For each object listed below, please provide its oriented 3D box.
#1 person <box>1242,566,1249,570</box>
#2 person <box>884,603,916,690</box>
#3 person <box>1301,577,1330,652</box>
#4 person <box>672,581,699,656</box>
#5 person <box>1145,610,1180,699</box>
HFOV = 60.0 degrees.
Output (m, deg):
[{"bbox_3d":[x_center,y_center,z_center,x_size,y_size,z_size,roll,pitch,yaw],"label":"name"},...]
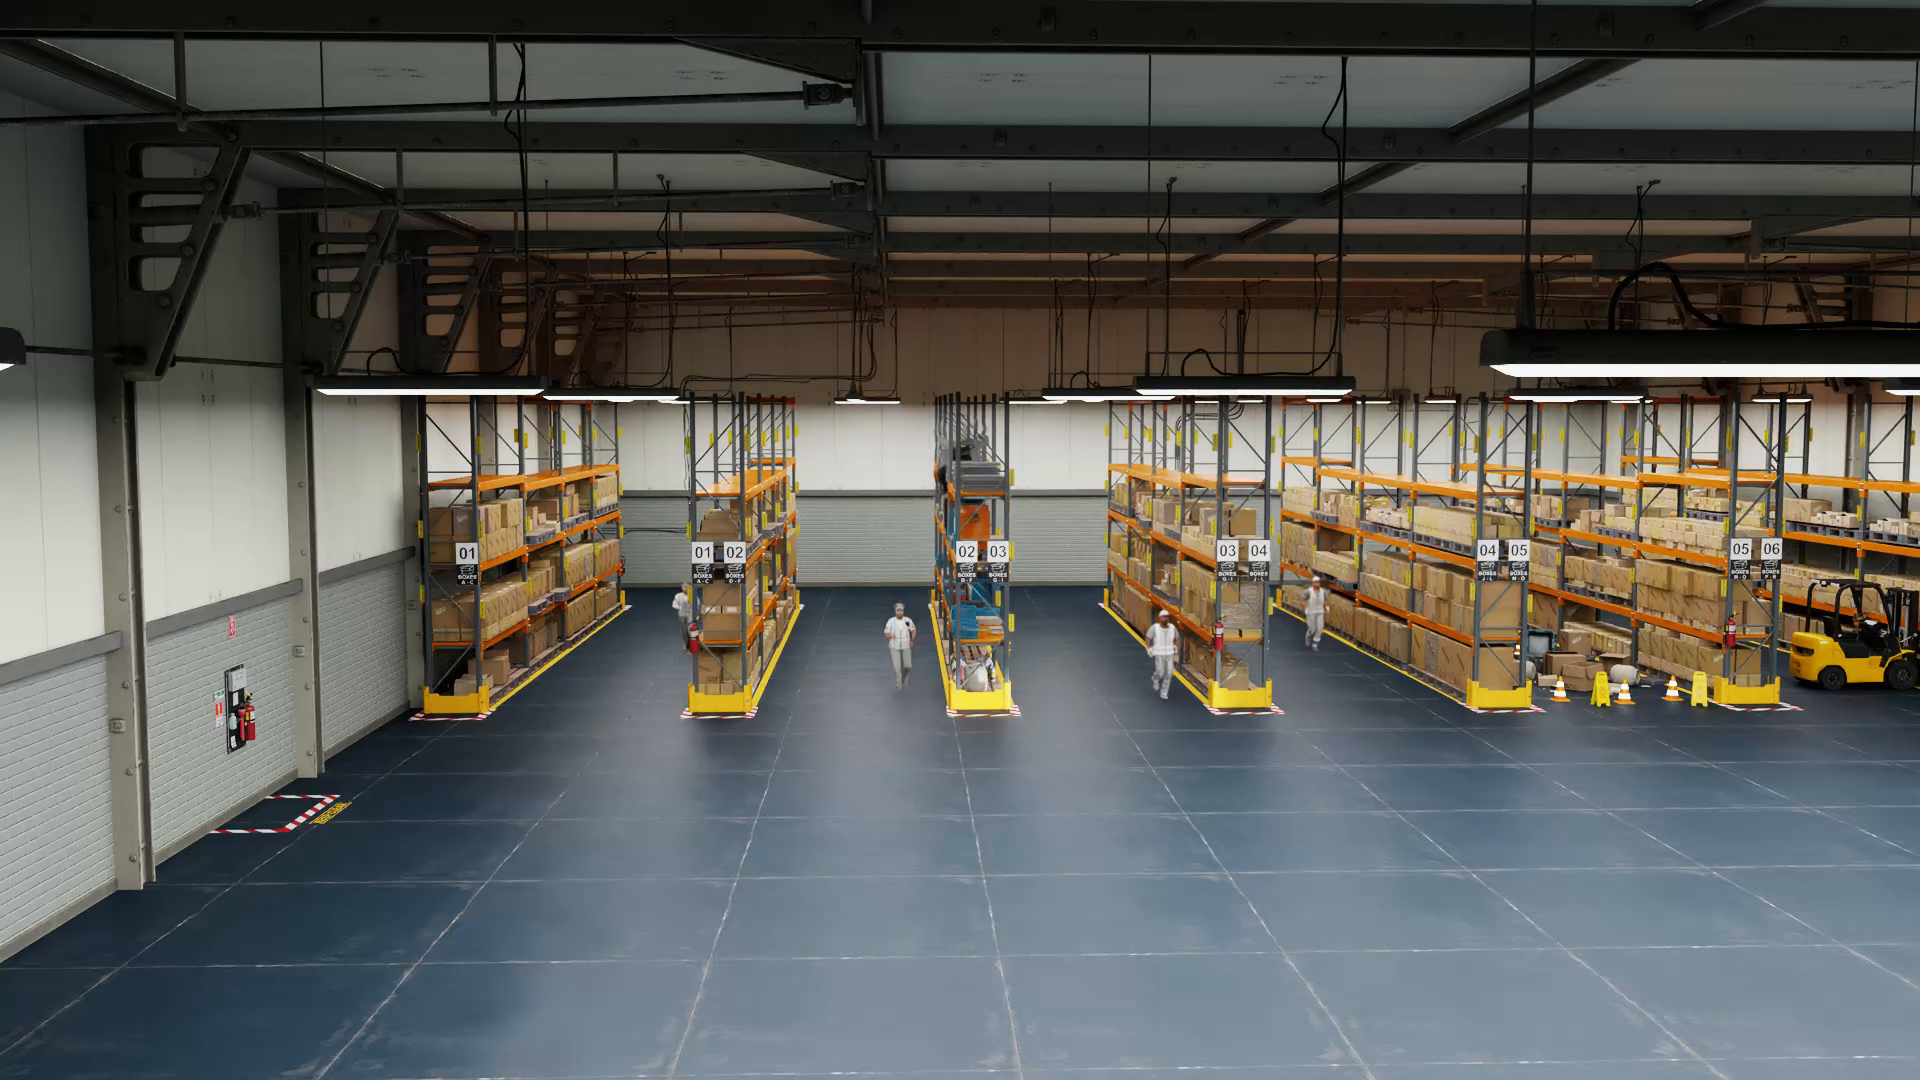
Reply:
[{"bbox_3d":[8.370,1.018,48.429,0.817,1.776,0.750,-3,6,-37],"label":"person"},{"bbox_3d":[-1.176,2.140,33.133,0.649,1.750,0.619,-1,5,-7],"label":"person"},{"bbox_3d":[8.346,1.728,39.028,0.678,1.756,0.593,0,5,-6],"label":"person"},{"bbox_3d":[-6.351,1.807,38.497,0.593,1.753,0.755,0,5,-2],"label":"person"},{"bbox_3d":[3.987,2.240,32.617,0.677,1.735,0.600,-1,5,-8],"label":"person"}]
